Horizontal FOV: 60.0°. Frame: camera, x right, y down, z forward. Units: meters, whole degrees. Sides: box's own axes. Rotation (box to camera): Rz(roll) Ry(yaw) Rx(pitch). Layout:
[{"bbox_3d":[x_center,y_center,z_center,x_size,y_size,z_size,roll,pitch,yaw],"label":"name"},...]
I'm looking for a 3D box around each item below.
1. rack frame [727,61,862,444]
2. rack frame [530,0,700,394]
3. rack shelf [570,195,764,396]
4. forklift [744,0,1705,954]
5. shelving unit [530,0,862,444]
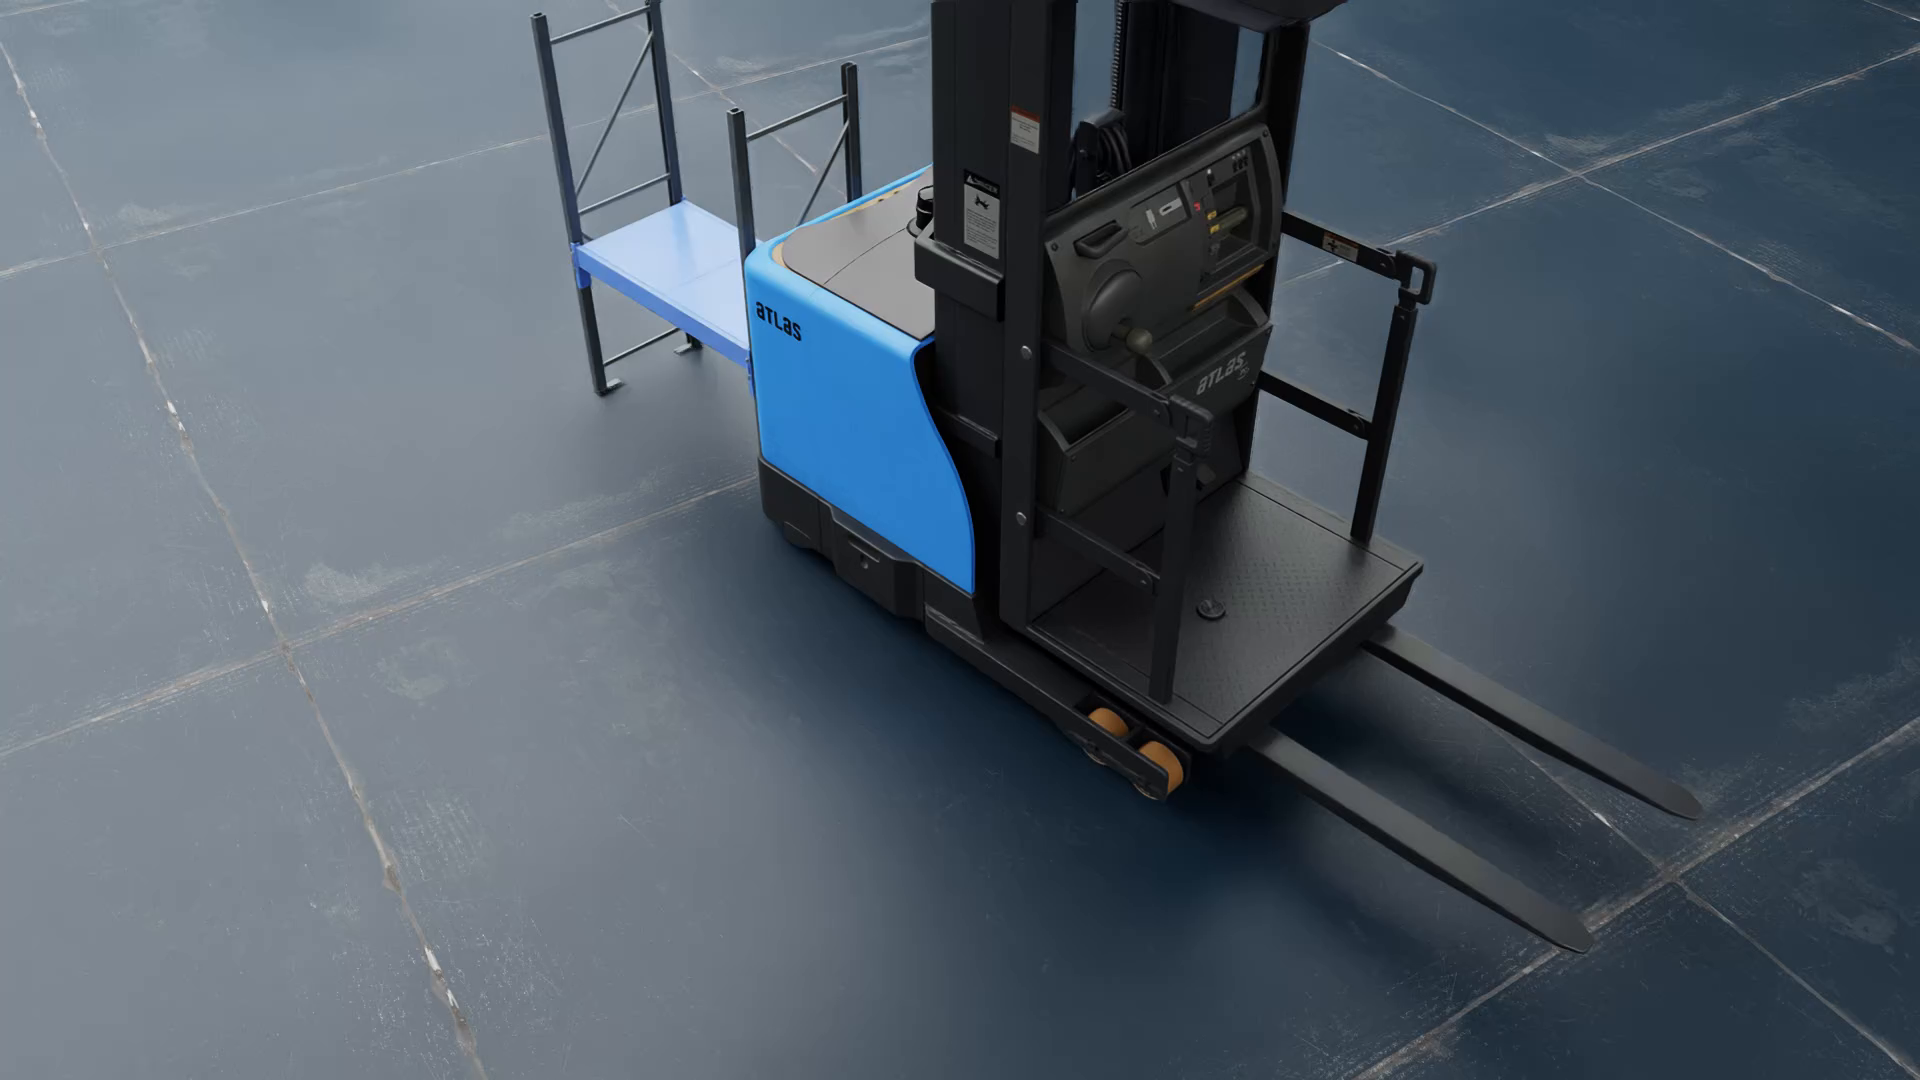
[{"bbox_3d":[-0.507,-0.803,5.542,0.032,1.500,0.500,32,49,33],"label":"rack frame"},{"bbox_3d":[-1.232,-1.260,6.090,0.032,1.500,0.500,32,49,33],"label":"rack frame"},{"bbox_3d":[-0.870,-0.893,5.931,1.000,0.185,0.538,32,49,33],"label":"rack shelf"},{"bbox_3d":[0.716,-0.751,4.362,3.031,2.935,1.130,32,49,33],"label":"forklift"},{"bbox_3d":[-0.870,-1.031,5.816,1.048,1.500,0.538,32,49,33],"label":"shelving unit"}]
